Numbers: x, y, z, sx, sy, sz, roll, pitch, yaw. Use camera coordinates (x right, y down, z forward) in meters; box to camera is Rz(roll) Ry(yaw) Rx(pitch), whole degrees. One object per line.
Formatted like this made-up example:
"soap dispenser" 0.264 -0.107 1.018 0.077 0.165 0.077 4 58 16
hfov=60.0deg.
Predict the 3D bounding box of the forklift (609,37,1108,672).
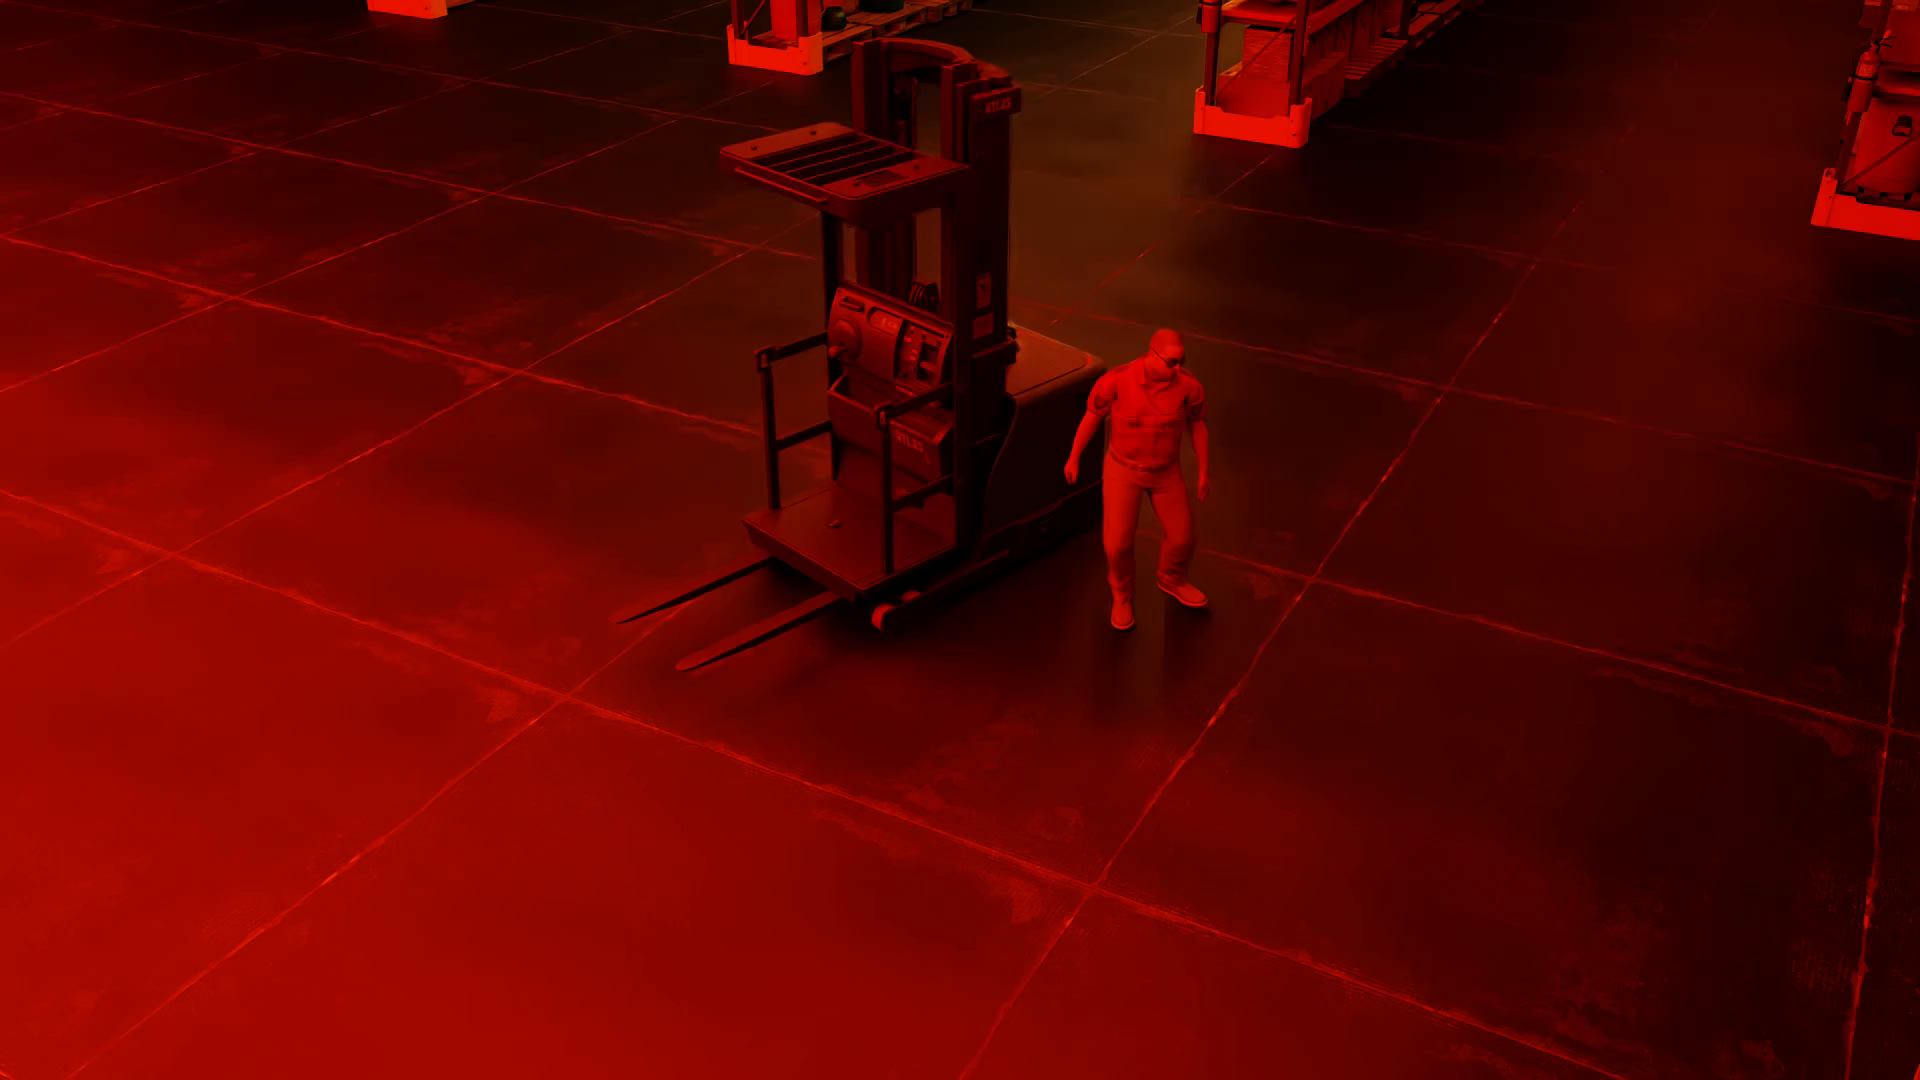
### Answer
"forklift" -0.538 -1.054 8.896 3.031 2.935 1.130 -25 38 -37

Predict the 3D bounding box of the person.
"person" 0.974 -0.344 8.849 0.817 1.685 0.480 -1 30 -2
